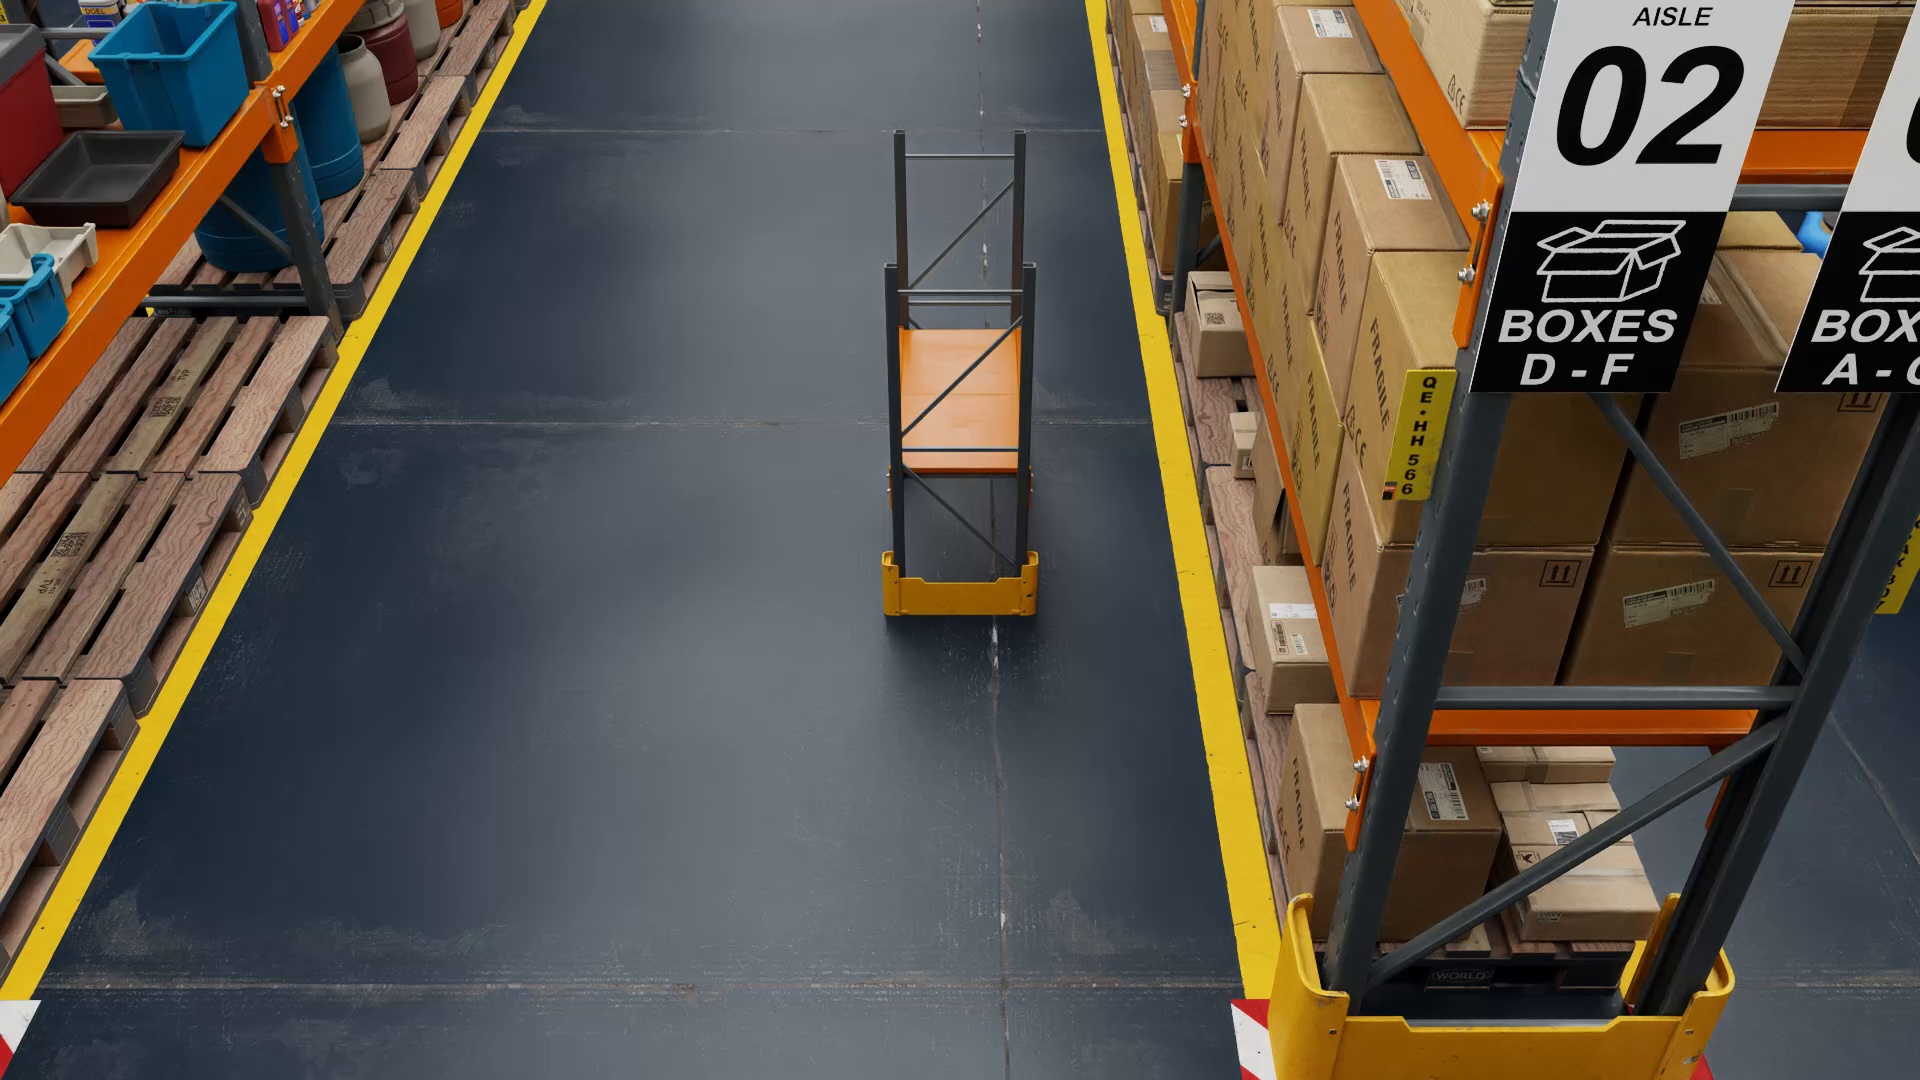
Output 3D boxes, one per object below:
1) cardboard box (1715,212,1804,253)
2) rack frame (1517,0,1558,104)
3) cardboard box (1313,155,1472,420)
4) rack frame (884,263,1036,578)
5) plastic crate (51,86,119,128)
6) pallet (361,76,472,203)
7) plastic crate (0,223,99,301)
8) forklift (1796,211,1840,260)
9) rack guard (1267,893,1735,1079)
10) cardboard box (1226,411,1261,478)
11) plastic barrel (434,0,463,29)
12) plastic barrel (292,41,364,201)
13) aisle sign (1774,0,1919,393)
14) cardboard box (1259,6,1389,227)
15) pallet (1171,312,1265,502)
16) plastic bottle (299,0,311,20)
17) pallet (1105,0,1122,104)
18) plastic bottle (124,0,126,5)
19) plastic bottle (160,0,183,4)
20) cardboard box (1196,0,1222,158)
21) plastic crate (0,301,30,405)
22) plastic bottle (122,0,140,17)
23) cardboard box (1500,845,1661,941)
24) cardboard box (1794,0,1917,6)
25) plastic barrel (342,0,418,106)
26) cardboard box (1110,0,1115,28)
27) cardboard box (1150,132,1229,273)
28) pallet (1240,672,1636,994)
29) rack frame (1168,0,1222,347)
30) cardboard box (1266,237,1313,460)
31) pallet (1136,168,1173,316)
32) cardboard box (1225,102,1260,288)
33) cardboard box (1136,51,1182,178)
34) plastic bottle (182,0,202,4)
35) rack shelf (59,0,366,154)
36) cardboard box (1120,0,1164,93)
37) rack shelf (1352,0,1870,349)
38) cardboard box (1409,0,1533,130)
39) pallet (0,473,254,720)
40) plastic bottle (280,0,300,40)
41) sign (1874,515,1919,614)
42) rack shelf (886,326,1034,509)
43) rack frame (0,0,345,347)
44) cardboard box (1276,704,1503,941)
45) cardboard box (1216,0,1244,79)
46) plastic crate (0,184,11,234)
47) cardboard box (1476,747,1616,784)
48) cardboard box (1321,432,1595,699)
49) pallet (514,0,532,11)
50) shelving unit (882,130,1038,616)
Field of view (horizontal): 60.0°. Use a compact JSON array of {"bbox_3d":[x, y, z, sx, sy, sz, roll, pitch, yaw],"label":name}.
[{"bbox_3d":[1.757,-0.660,4.295,0.500,0.500,0.500,0,39,0],"label":"cardboard box"},{"bbox_3d":[1.502,-1.967,2.008,1.000,3.000,0.127,0,39,0],"label":"rack frame"},{"bbox_3d":[1.225,-0.649,4.282,0.500,0.500,0.500,1,39,1],"label":"cardboard box"},{"bbox_3d":[0.000,-0.321,5.951,0.500,1.500,0.032,0,39,0],"label":"rack frame"},{"bbox_3d":[-3.598,-1.755,6.705,0.396,0.136,0.243,0,39,0],"label":"plastic crate"},{"bbox_3d":[-3.419,-2.285,9.433,1.003,0.211,1.213,0,39,0],"label":"pallet"},{"bbox_3d":[-3.153,-0.958,5.709,0.293,0.136,0.466,0,39,0],"label":"plastic crate"},{"bbox_3d":[4.501,-2.142,7.079,1.130,2.935,3.031,21,43,24],"label":"forklift"},{"bbox_3d":[1.502,1.302,4.725,1.175,0.500,0.348,0,39,0],"label":"rack guard"},{"bbox_3d":[1.293,-0.390,6.751,0.380,0.166,0.250,0,39,0],"label":"cardboard box"},{"bbox_3d":[-3.443,-3.638,10.291,0.600,0.830,0.708,0,39,0],"label":"plastic barrel"},{"bbox_3d":[-3.440,-2.254,8.506,0.600,0.901,0.708,0,39,0],"label":"plastic barrel"},{"bbox_3d":[1.796,-0.598,3.018,0.394,0.787,0.004,0,39,0],"label":"aisle sign"},{"bbox_3d":[1.220,-1.294,5.087,0.500,0.500,0.500,1,39,1],"label":"cardboard box"},{"bbox_3d":[1.498,-0.609,7.342,1.003,0.211,1.213,0,39,0],"label":"pallet"},{"bbox_3d":[-3.048,-2.522,7.601,0.097,0.271,0.097,0,39,0],"label":"plastic bottle"},{"bbox_3d":[1.456,-3.073,10.417,1.003,0.211,1.213,0,39,0],"label":"pallet"},{"bbox_3d":[-3.825,-2.471,7.528,0.061,0.283,0.133,0,39,0],"label":"plastic bottle"},{"bbox_3d":[-3.655,-2.535,7.673,0.097,0.201,0.097,0,39,0],"label":"plastic bottle"},{"bbox_3d":[1.226,-1.847,6.576,0.500,0.500,0.500,1,39,1],"label":"cardboard box"},{"bbox_3d":[-3.124,-0.561,5.137,0.416,0.233,0.300,0,39,0],"label":"plastic crate"},{"bbox_3d":[-3.655,-2.306,7.388,0.097,0.201,0.097,0,39,0],"label":"plastic bottle"},{"bbox_3d":[1.846,1.053,4.965,0.380,0.149,0.250,0,39,0],"label":"cardboard box"},{"bbox_3d":[1.762,-1.254,3.238,0.500,0.250,0.500,0,39,0],"label":"cardboard box"},{"bbox_3d":[-3.441,-2.838,9.485,0.600,0.588,0.708,0,39,0],"label":"plastic barrel"},{"bbox_3d":[1.208,-3.540,10.416,0.500,0.500,0.500,2,39,2],"label":"cardboard box"},{"bbox_3d":[1.211,-1.632,8.035,0.500,0.500,0.500,0,39,0],"label":"cardboard box"},{"bbox_3d":[1.500,0.916,5.438,1.003,0.211,1.213,0,39,0],"label":"pallet"},{"bbox_3d":[1.498,-2.127,7.006,1.000,3.000,0.127,0,39,0],"label":"rack frame"},{"bbox_3d":[1.230,-0.581,4.997,0.500,0.500,0.500,0,39,0],"label":"cardboard box"},{"bbox_3d":[1.459,-1.548,8.512,1.003,0.211,1.213,0,39,0],"label":"pallet"},{"bbox_3d":[1.228,-1.214,5.787,0.500,0.500,0.500,0,39,0],"label":"cardboard box"},{"bbox_3d":[1.218,-2.255,8.812,0.500,0.500,0.500,0,39,1],"label":"cardboard box"},{"bbox_3d":[-3.640,-2.681,7.737,0.144,0.351,0.185,0,39,0],"label":"plastic bottle"},{"bbox_3d":[-3.458,-3.096,8.790,1.077,0.370,4.000,0,39,0],"label":"rack shelf"},{"bbox_3d":[1.210,-2.899,9.616,0.500,0.500,0.500,-1,39,-1],"label":"cardboard box"},{"bbox_3d":[1.500,-1.766,4.732,1.077,0.370,4.000,0,39,0],"label":"rack shelf"},{"bbox_3d":[1.238,-1.059,3.394,0.500,0.250,0.500,0,39,0],"label":"cardboard box"},{"bbox_3d":[-3.412,0.187,6.348,1.003,0.211,1.213,0,39,0],"label":"pallet"},{"bbox_3d":[-3.030,-2.393,7.431,0.061,0.283,0.133,0,39,0],"label":"plastic bottle"},{"bbox_3d":[2.045,0.036,3.614,0.100,0.325,0.005,0,39,0],"label":"sign"},{"bbox_3d":[0.000,-0.498,6.460,0.538,0.185,1.000,0,39,0],"label":"rack shelf"},{"bbox_3d":[-3.456,-2.126,7.004,1.000,3.000,0.127,0,39,0],"label":"rack frame"},{"bbox_3d":[1.255,0.838,4.953,0.500,0.500,0.500,0,39,0],"label":"cardboard box"},{"bbox_3d":[1.218,-1.939,5.891,0.500,0.500,0.500,-1,39,-1],"label":"cardboard box"},{"bbox_3d":[-3.638,-1.148,5.831,0.437,0.282,0.530,0,39,0],"label":"plastic crate"},{"bbox_3d":[1.785,0.623,5.421,0.500,0.250,0.500,0,39,0],"label":"cardboard box"},{"bbox_3d":[1.230,0.055,4.202,0.500,0.500,0.500,1,39,1],"label":"cardboard box"},{"bbox_3d":[-3.422,-4.024,11.602,1.003,0.211,1.213,0,39,0],"label":"pallet"},{"bbox_3d":[0.000,-0.633,6.340,0.587,1.500,1.083,0,39,0],"label":"shelving unit"}]
